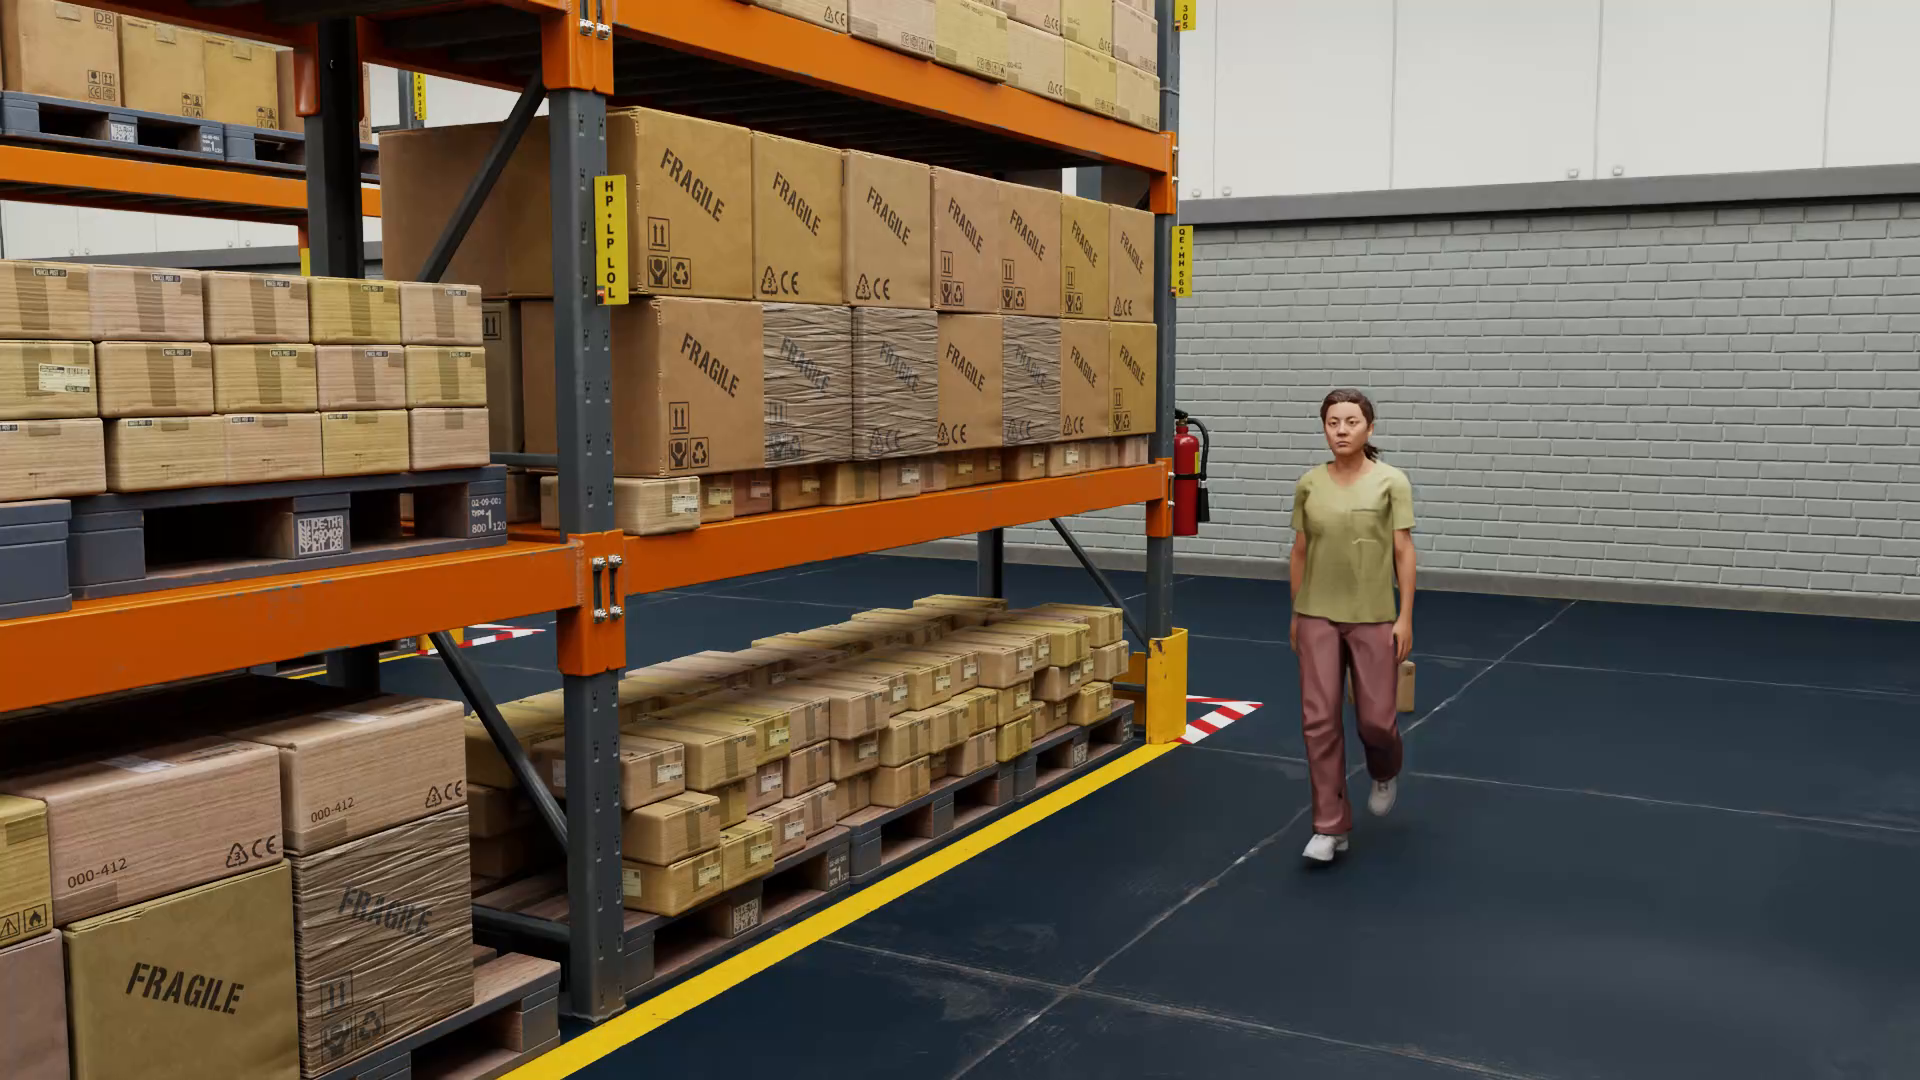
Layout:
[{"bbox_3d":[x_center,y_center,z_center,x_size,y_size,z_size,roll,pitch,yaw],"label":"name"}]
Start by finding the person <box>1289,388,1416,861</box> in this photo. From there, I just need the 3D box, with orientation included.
[{"bbox_3d":[1.405,0.284,5.974,0.459,1.652,0.674,3,7,24],"label":"person"}]
